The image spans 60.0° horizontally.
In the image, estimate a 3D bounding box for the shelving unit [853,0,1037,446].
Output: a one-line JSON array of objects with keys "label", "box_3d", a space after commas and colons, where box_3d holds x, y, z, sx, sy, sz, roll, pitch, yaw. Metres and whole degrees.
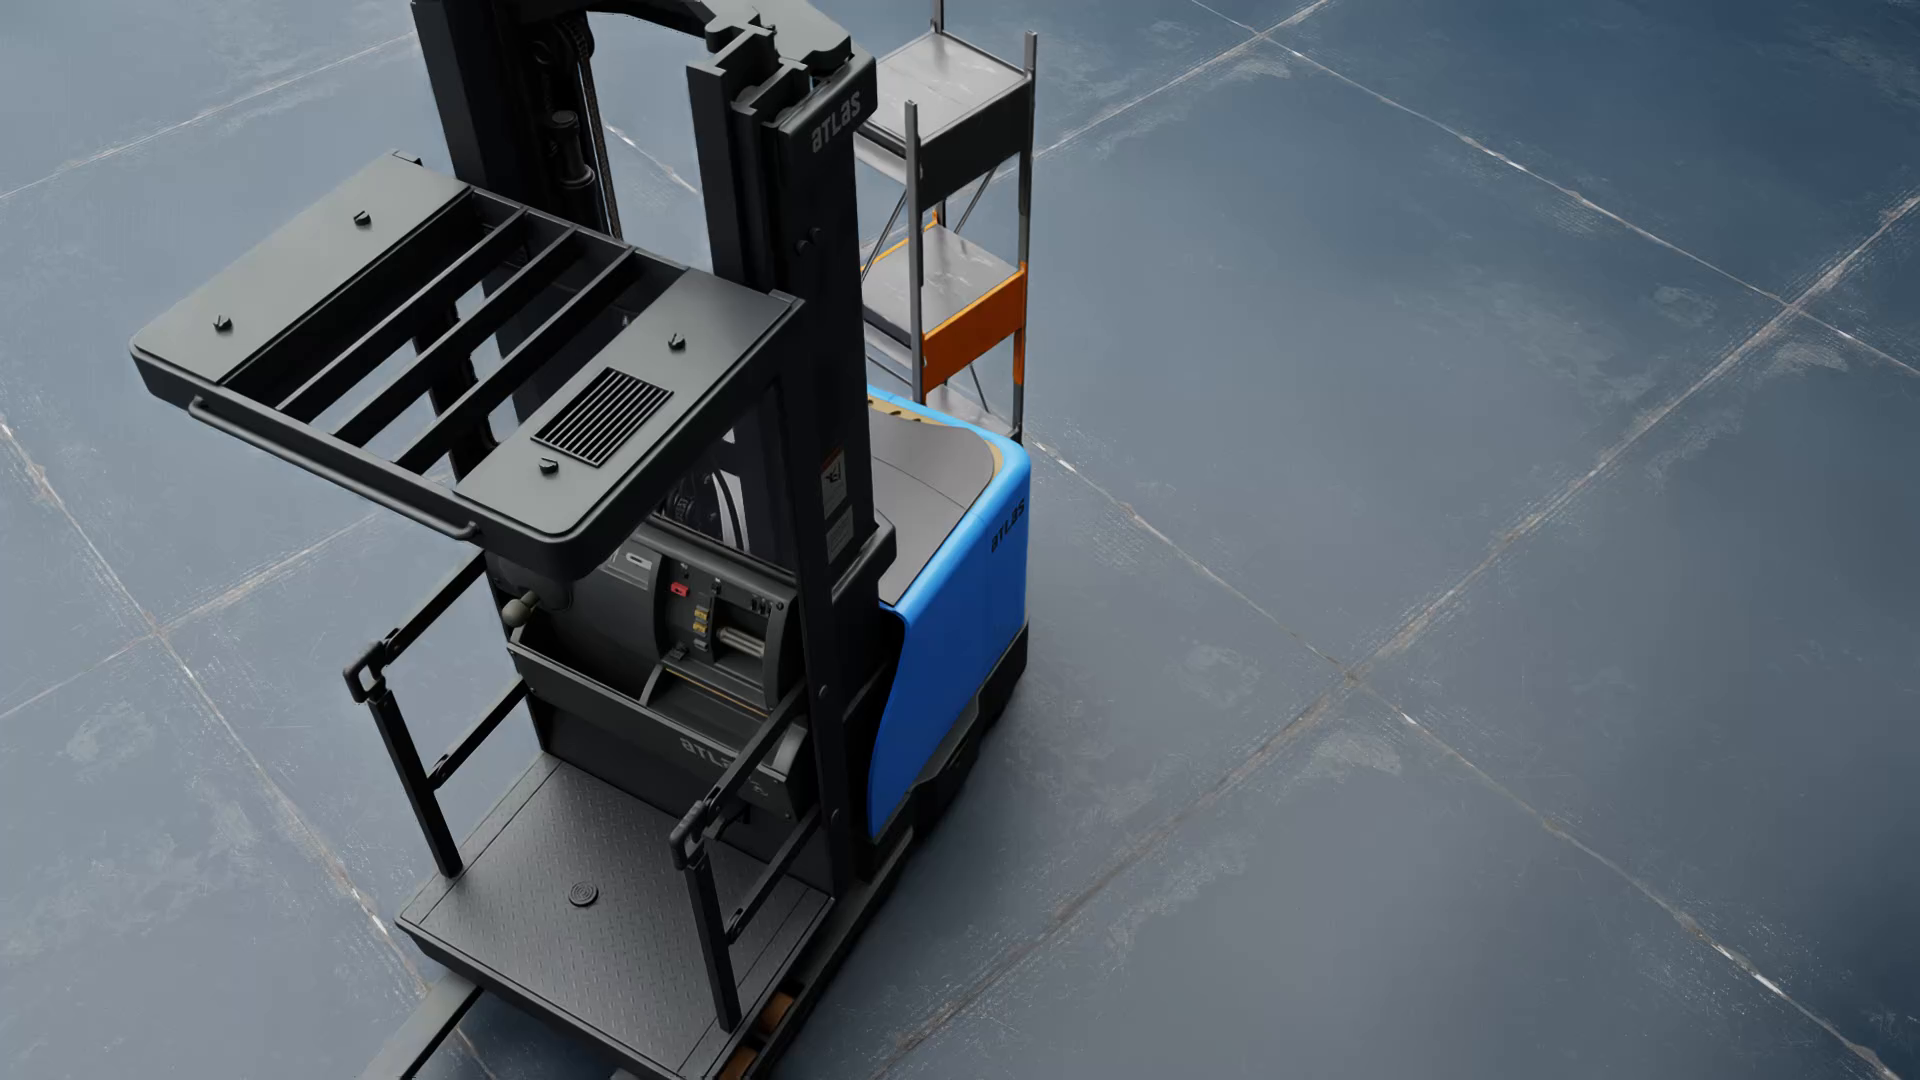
[{"label": "shelving unit", "box_3d": [-0.098, -0.692, 5.460, 0.431, 2.100, 0.503, 35, 56, 28]}]

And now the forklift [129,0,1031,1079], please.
[{"label": "forklift", "box_3d": [-0.928, 0.222, 4.051, 1.130, 2.935, 3.031, 22, 51, 19]}]

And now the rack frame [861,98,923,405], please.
[{"label": "rack frame", "box_3d": [-0.266, -0.562, 5.339, 0.400, 2.100, 0.015, 35, 56, 28]}]

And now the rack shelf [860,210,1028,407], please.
[{"label": "rack shelf", "box_3d": [-0.098, -0.683, 5.470, 0.431, 0.518, 0.480, 35, 56, 28]}]

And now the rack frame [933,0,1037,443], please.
[{"label": "rack frame", "box_3d": [0.069, -0.823, 5.580, 0.400, 2.100, 0.015, 35, 56, 28]}]

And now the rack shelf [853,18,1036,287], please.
[{"label": "rack shelf", "box_3d": [-0.098, -1.158, 4.956, 0.431, 0.518, 0.480, 35, 56, 28]}]

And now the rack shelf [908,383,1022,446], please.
[{"label": "rack shelf", "box_3d": [-0.098, -0.208, 5.984, 0.431, 0.518, 0.480, 35, 56, 28]}]
